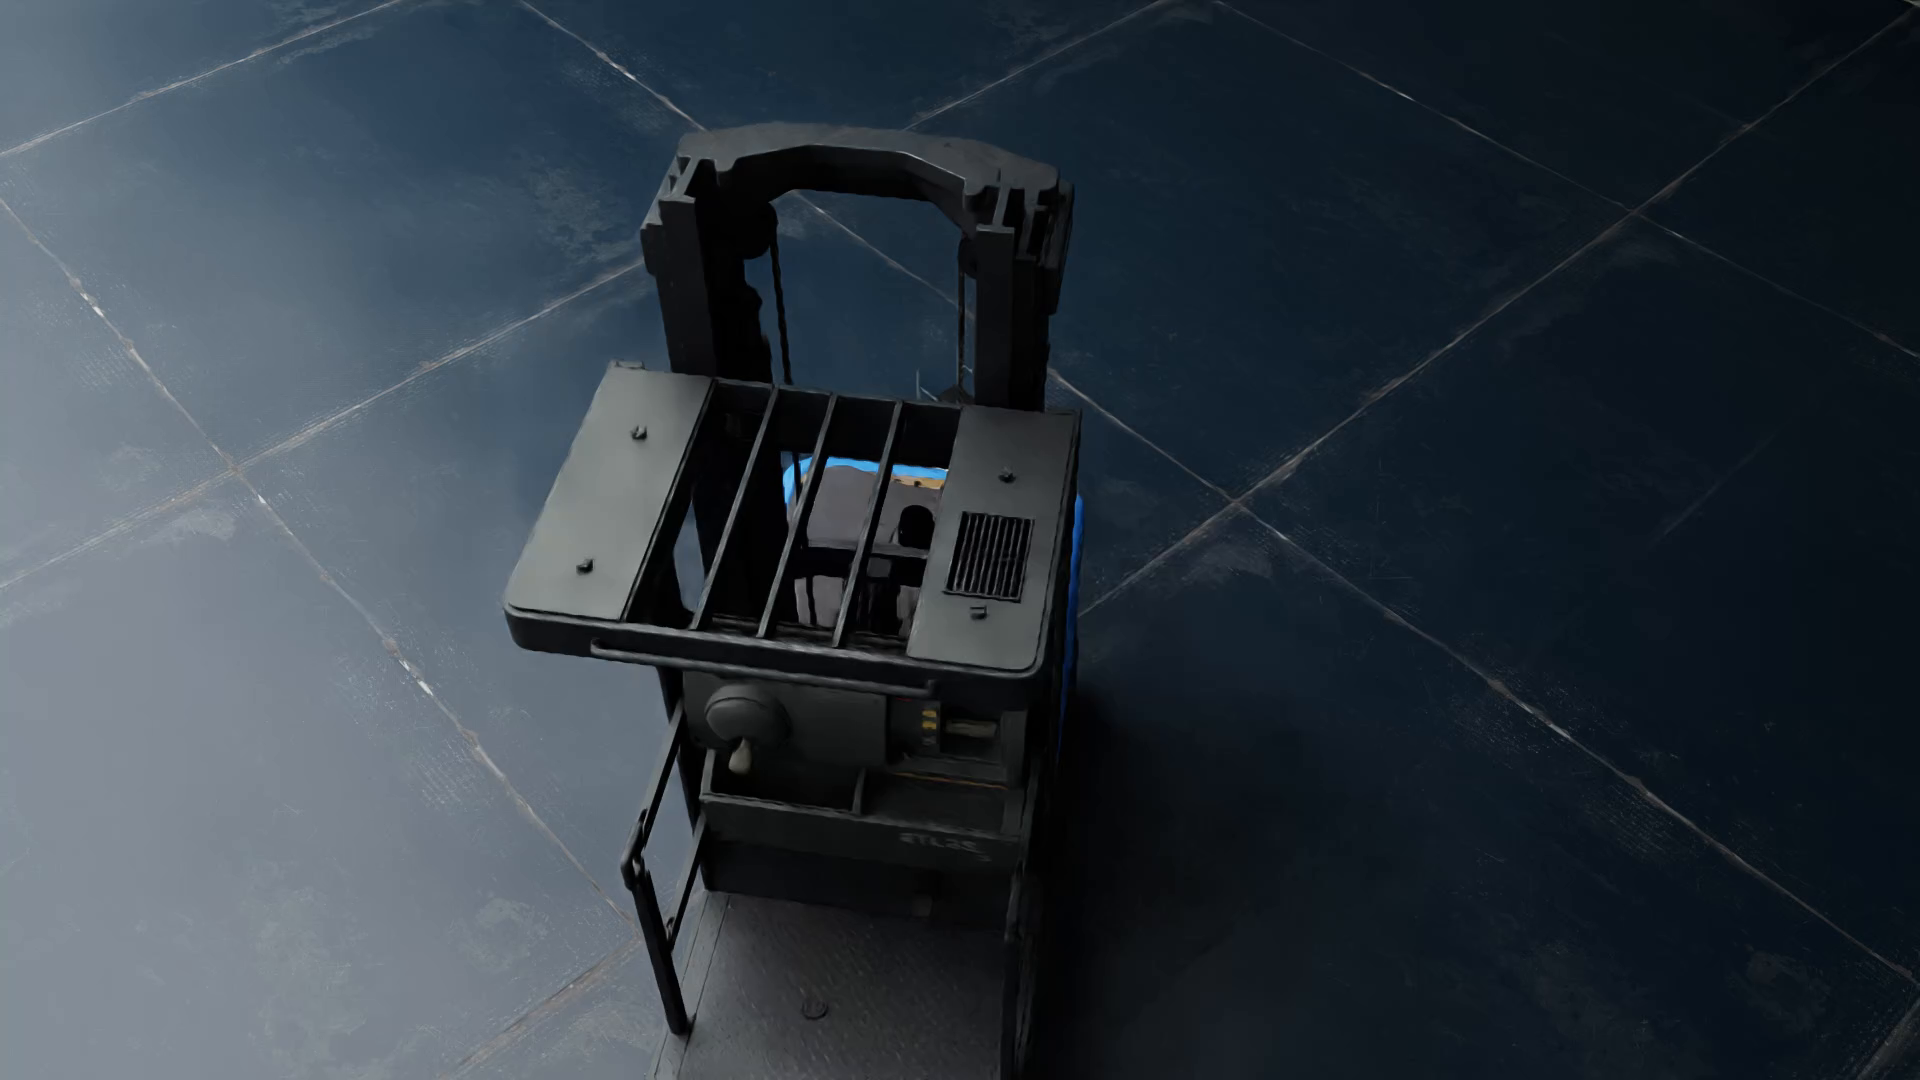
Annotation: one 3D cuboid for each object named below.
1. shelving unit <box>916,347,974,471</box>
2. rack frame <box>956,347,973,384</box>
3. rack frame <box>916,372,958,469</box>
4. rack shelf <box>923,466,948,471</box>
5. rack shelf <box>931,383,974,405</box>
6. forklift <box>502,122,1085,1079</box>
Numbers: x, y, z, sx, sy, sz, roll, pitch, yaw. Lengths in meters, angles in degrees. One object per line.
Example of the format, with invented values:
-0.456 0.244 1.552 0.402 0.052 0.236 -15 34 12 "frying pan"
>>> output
-0.006 -0.301 6.469 0.210 0.900 0.258 -34 56 -27 "shelving unit"
0.069 -0.351 6.515 0.006 0.900 0.240 -34 56 -27 "rack frame"
-0.081 -0.251 6.422 0.006 0.900 0.240 -34 56 -27 "rack frame"
-0.006 -0.279 6.493 0.200 0.077 0.258 -34 56 -27 "rack shelf"
-0.006 -0.462 6.295 0.200 0.077 0.258 -34 56 -27 "rack shelf"
-0.311 0.567 4.285 1.130 2.935 3.031 7 48 6 "forklift"
